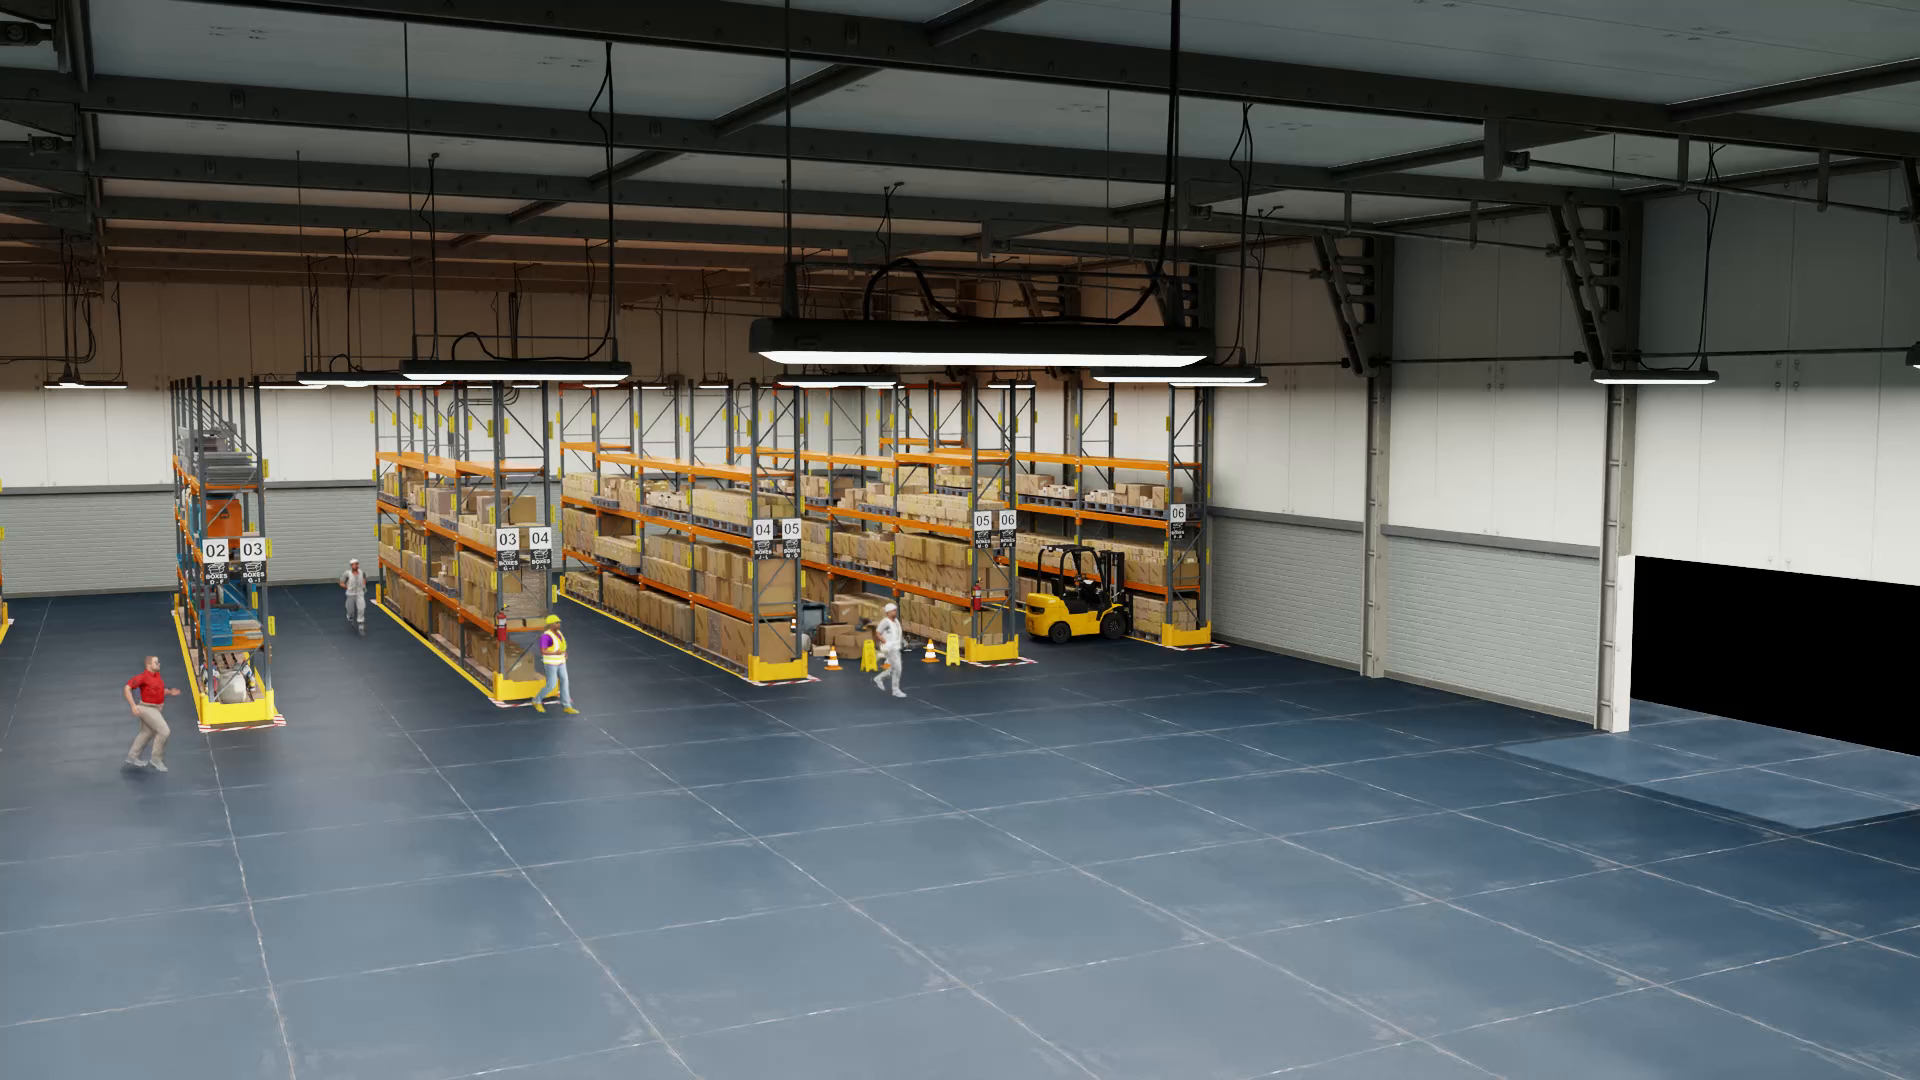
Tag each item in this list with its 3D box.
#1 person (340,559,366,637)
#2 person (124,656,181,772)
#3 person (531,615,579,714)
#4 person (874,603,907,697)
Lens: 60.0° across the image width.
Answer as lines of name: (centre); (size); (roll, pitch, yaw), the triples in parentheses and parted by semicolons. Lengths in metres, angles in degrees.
person: (-14.341, 1.340, 39.332); (0.622, 1.796, 1.154); (-3, 6, -27)
person: (-12.229, 2.640, 25.175); (0.841, 1.791, 0.628); (-1, 5, -7)
person: (-7.183, 2.198, 29.447); (0.893, 1.752, 0.681); (2, 5, 19)
person: (-1.337, 2.065, 31.291); (0.733, 1.761, 0.690); (2, 5, 22)
